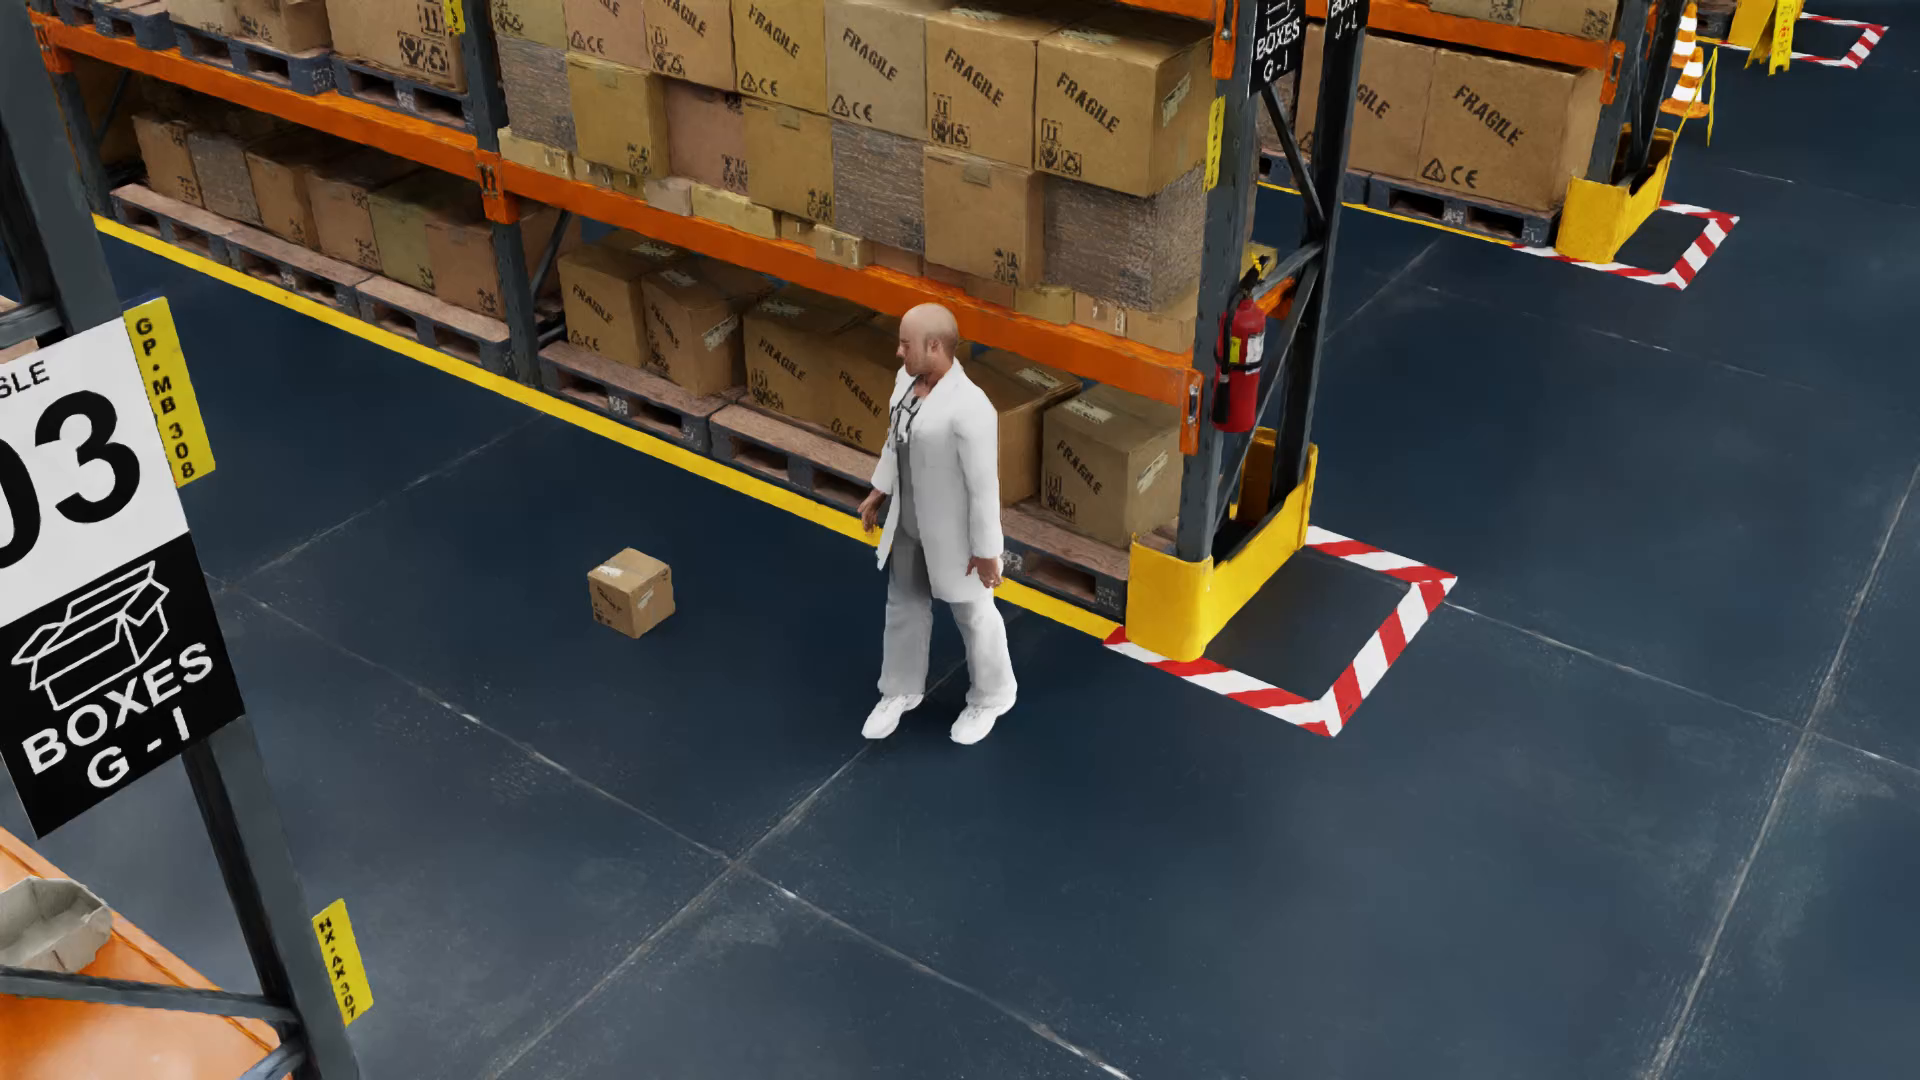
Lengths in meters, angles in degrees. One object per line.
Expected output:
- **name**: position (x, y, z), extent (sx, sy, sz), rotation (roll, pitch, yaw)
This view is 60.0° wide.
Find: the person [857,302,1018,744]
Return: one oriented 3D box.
- **person**: position (-0.122, -0.038, 6.206), extent (0.652, 1.788, 0.675), rotation (-22, 40, -29)
